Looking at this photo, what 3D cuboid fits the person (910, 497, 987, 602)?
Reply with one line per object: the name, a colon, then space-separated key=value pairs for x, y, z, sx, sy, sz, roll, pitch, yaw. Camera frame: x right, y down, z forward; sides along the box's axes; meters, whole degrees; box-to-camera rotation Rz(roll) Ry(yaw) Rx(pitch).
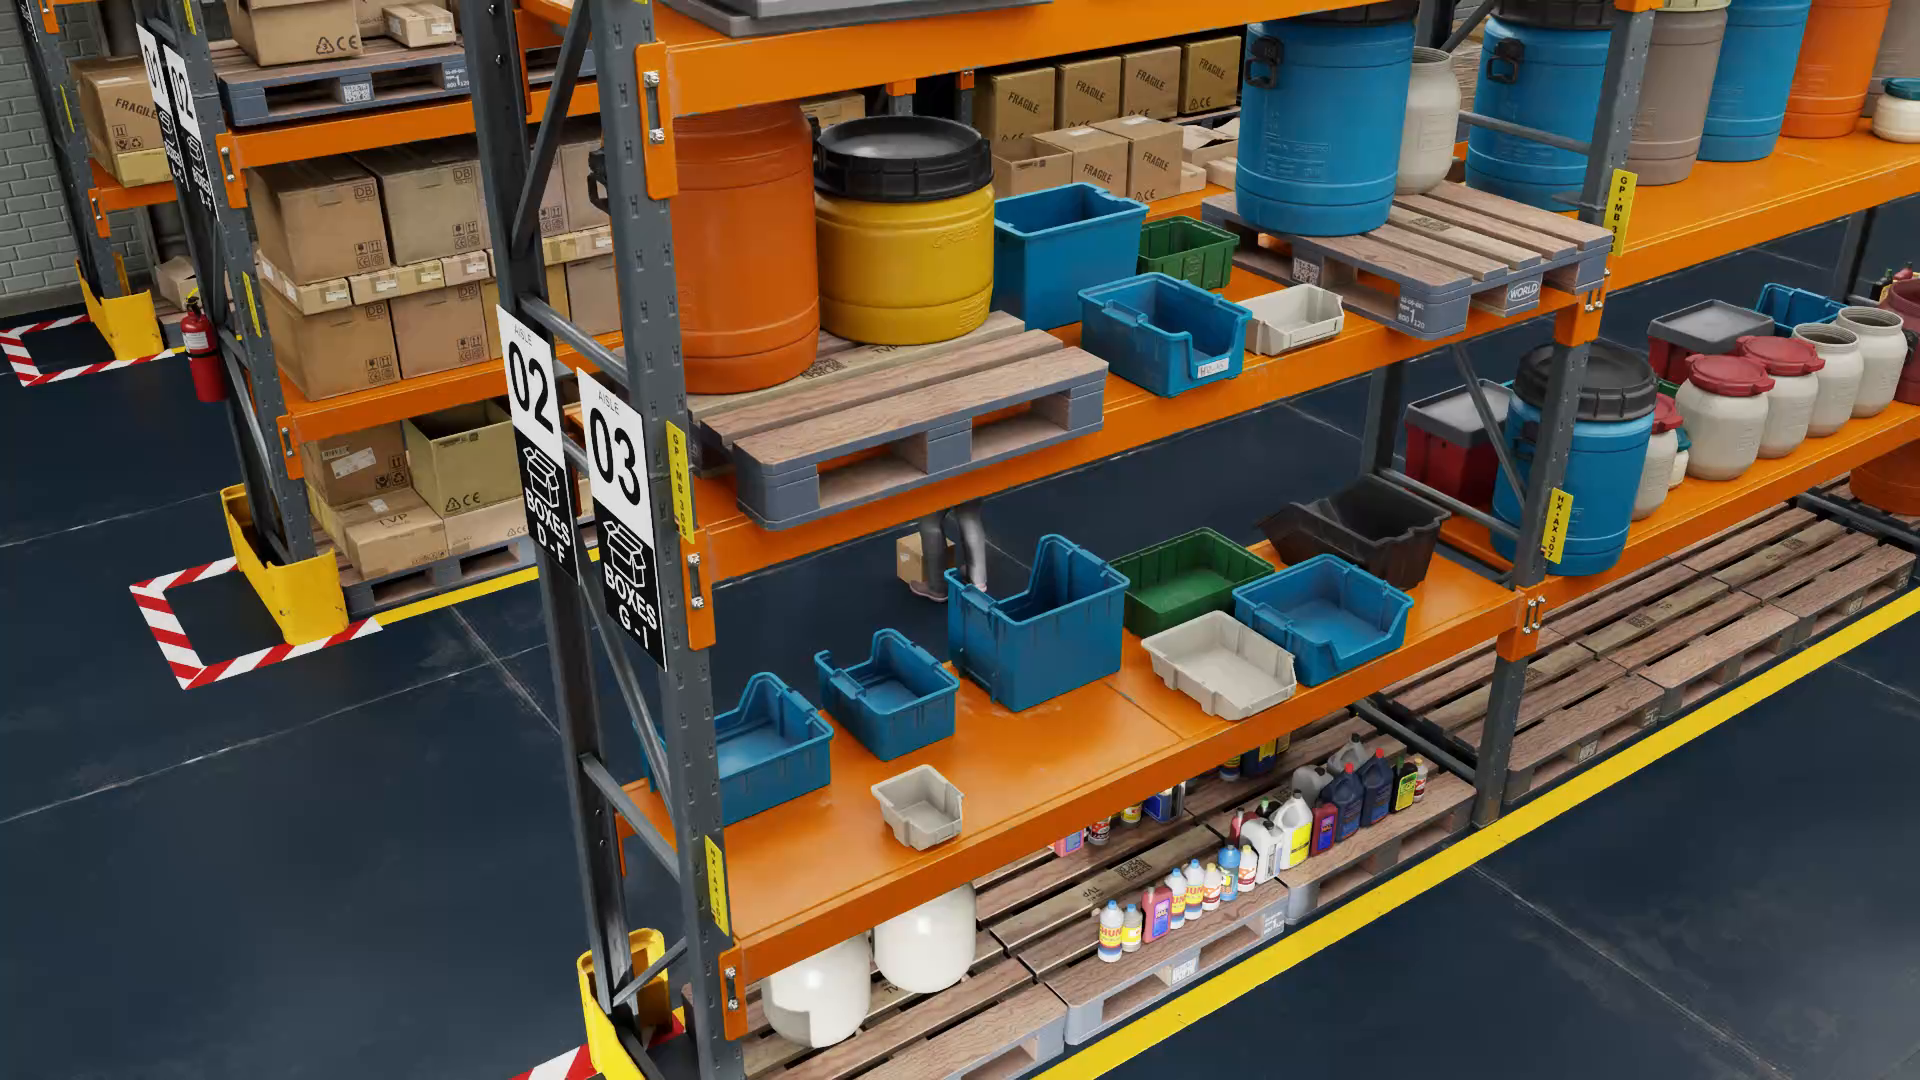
person: x=-0.067 y=-0.410 z=9.393 sx=0.503 sy=1.639 sz=0.395 roll=-19 pitch=34 yaw=-30
